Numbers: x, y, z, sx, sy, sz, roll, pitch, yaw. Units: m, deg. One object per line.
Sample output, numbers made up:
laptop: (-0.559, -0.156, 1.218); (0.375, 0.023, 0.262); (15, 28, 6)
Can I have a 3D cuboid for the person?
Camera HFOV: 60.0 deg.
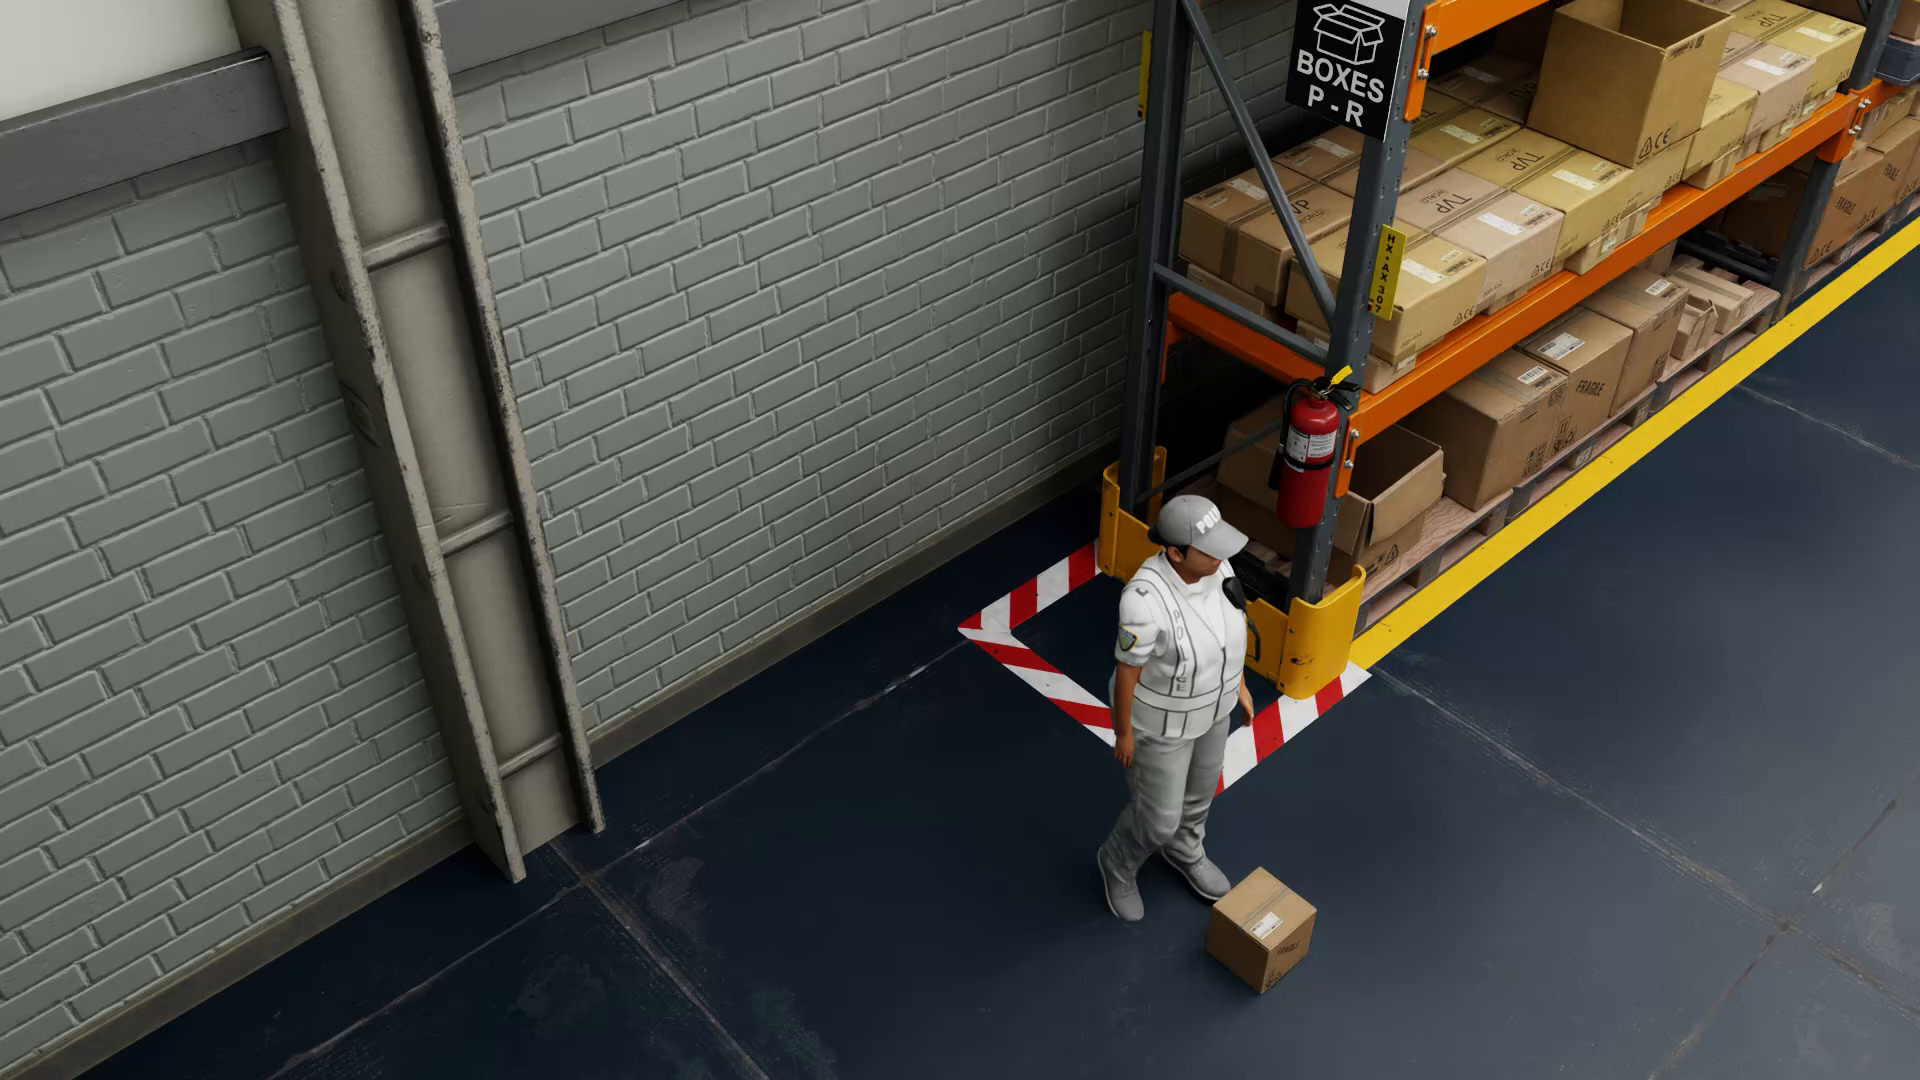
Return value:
person: (0.747, 0.589, 5.464); (0.515, 1.728, 0.439); (-30, 49, -31)
